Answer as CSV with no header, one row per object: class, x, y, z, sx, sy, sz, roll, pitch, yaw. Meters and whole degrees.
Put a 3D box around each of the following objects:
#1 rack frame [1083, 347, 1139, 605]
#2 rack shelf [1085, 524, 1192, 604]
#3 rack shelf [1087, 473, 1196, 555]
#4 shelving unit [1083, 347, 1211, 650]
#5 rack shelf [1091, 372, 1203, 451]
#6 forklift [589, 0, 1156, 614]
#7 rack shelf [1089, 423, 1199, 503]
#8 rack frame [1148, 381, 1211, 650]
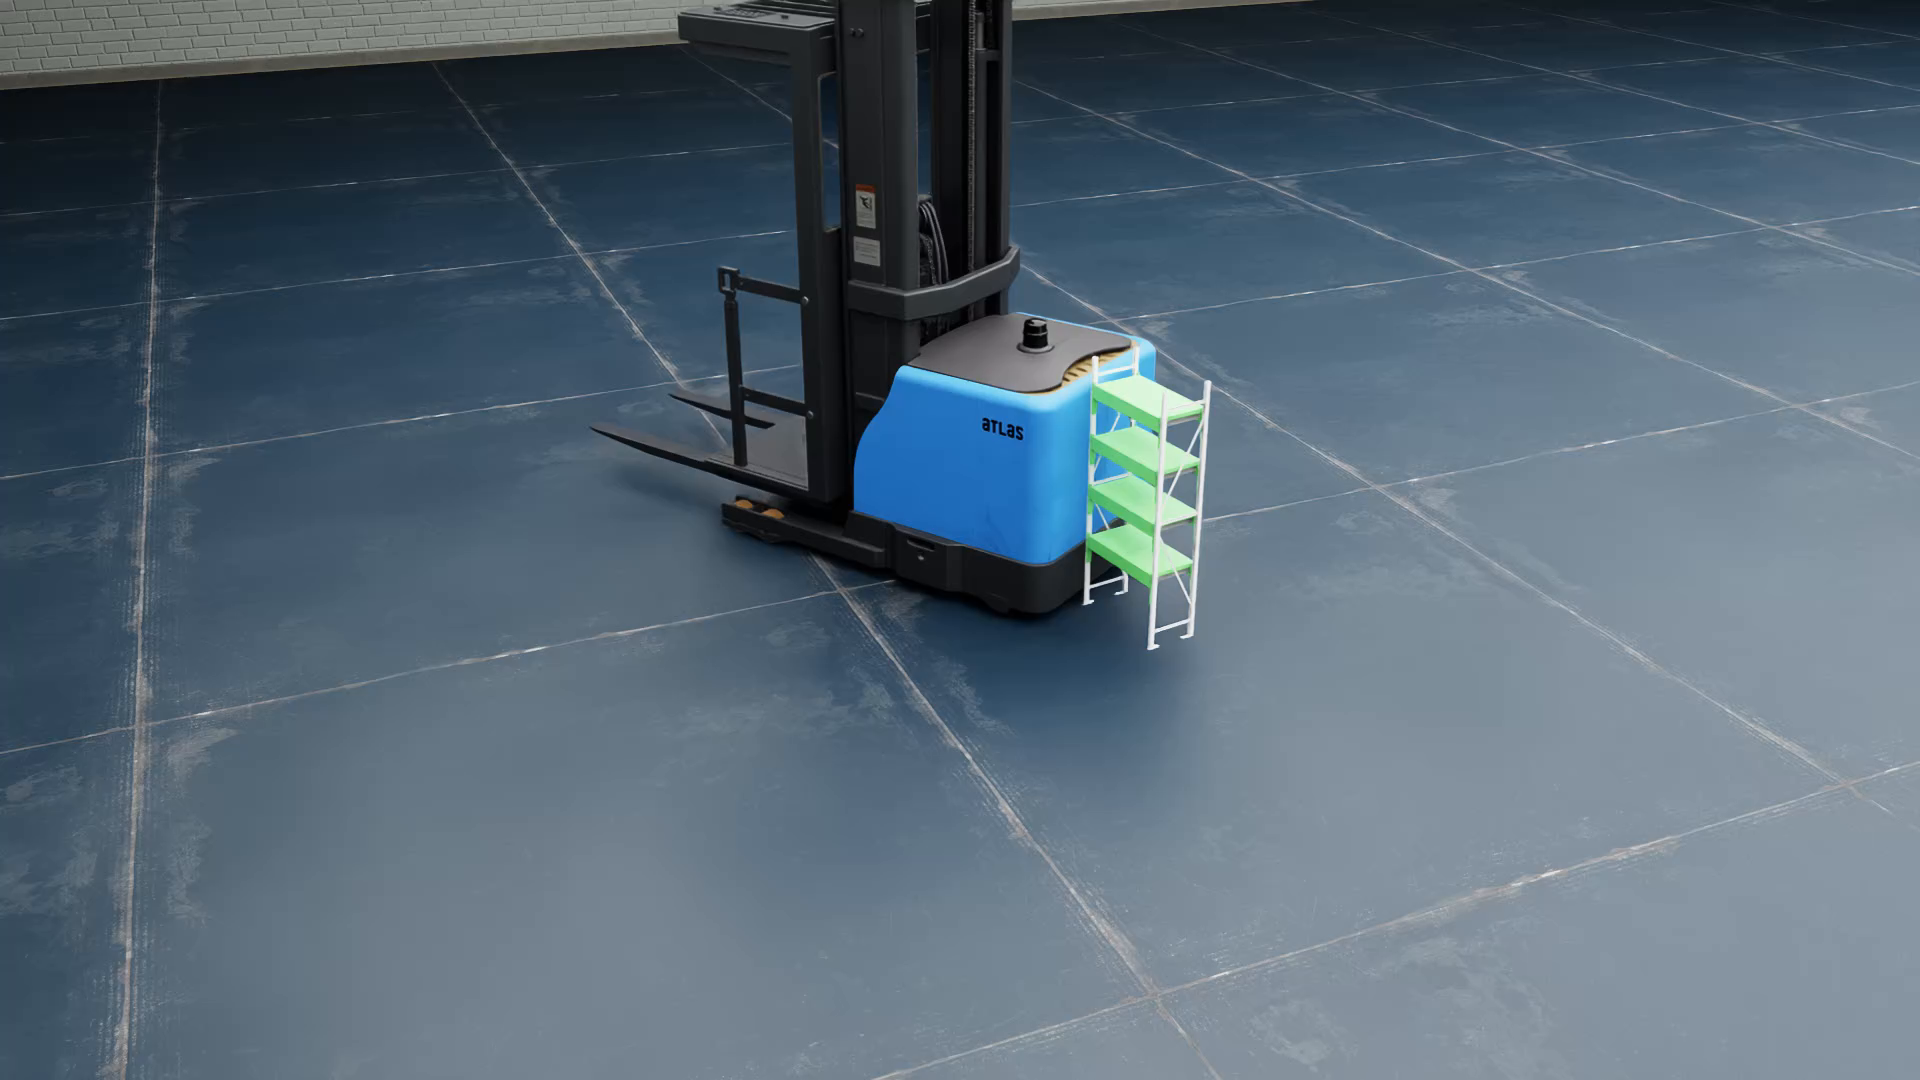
rack frame,0.673,-0.270,7.436,0.240,1.200,0.015,-15,30,-28
rack shelf,0.800,0.094,7.382,0.258,0.148,0.480,-15,30,-28
rack shelf,0.800,-0.121,7.277,0.258,0.148,0.480,-15,30,-28
shelving unit,0.800,-0.179,7.249,0.258,1.200,0.503,-15,30,-28
rack shelf,0.800,-0.553,7.066,0.258,0.148,0.480,-15,30,-28
forklift,-0.578,-1.474,7.929,3.031,2.935,1.130,17,31,31
rack shelf,0.800,-0.337,7.171,0.258,0.148,0.480,-15,30,-28
rack frame,0.927,-0.087,7.061,0.240,1.200,0.015,-15,30,-28
